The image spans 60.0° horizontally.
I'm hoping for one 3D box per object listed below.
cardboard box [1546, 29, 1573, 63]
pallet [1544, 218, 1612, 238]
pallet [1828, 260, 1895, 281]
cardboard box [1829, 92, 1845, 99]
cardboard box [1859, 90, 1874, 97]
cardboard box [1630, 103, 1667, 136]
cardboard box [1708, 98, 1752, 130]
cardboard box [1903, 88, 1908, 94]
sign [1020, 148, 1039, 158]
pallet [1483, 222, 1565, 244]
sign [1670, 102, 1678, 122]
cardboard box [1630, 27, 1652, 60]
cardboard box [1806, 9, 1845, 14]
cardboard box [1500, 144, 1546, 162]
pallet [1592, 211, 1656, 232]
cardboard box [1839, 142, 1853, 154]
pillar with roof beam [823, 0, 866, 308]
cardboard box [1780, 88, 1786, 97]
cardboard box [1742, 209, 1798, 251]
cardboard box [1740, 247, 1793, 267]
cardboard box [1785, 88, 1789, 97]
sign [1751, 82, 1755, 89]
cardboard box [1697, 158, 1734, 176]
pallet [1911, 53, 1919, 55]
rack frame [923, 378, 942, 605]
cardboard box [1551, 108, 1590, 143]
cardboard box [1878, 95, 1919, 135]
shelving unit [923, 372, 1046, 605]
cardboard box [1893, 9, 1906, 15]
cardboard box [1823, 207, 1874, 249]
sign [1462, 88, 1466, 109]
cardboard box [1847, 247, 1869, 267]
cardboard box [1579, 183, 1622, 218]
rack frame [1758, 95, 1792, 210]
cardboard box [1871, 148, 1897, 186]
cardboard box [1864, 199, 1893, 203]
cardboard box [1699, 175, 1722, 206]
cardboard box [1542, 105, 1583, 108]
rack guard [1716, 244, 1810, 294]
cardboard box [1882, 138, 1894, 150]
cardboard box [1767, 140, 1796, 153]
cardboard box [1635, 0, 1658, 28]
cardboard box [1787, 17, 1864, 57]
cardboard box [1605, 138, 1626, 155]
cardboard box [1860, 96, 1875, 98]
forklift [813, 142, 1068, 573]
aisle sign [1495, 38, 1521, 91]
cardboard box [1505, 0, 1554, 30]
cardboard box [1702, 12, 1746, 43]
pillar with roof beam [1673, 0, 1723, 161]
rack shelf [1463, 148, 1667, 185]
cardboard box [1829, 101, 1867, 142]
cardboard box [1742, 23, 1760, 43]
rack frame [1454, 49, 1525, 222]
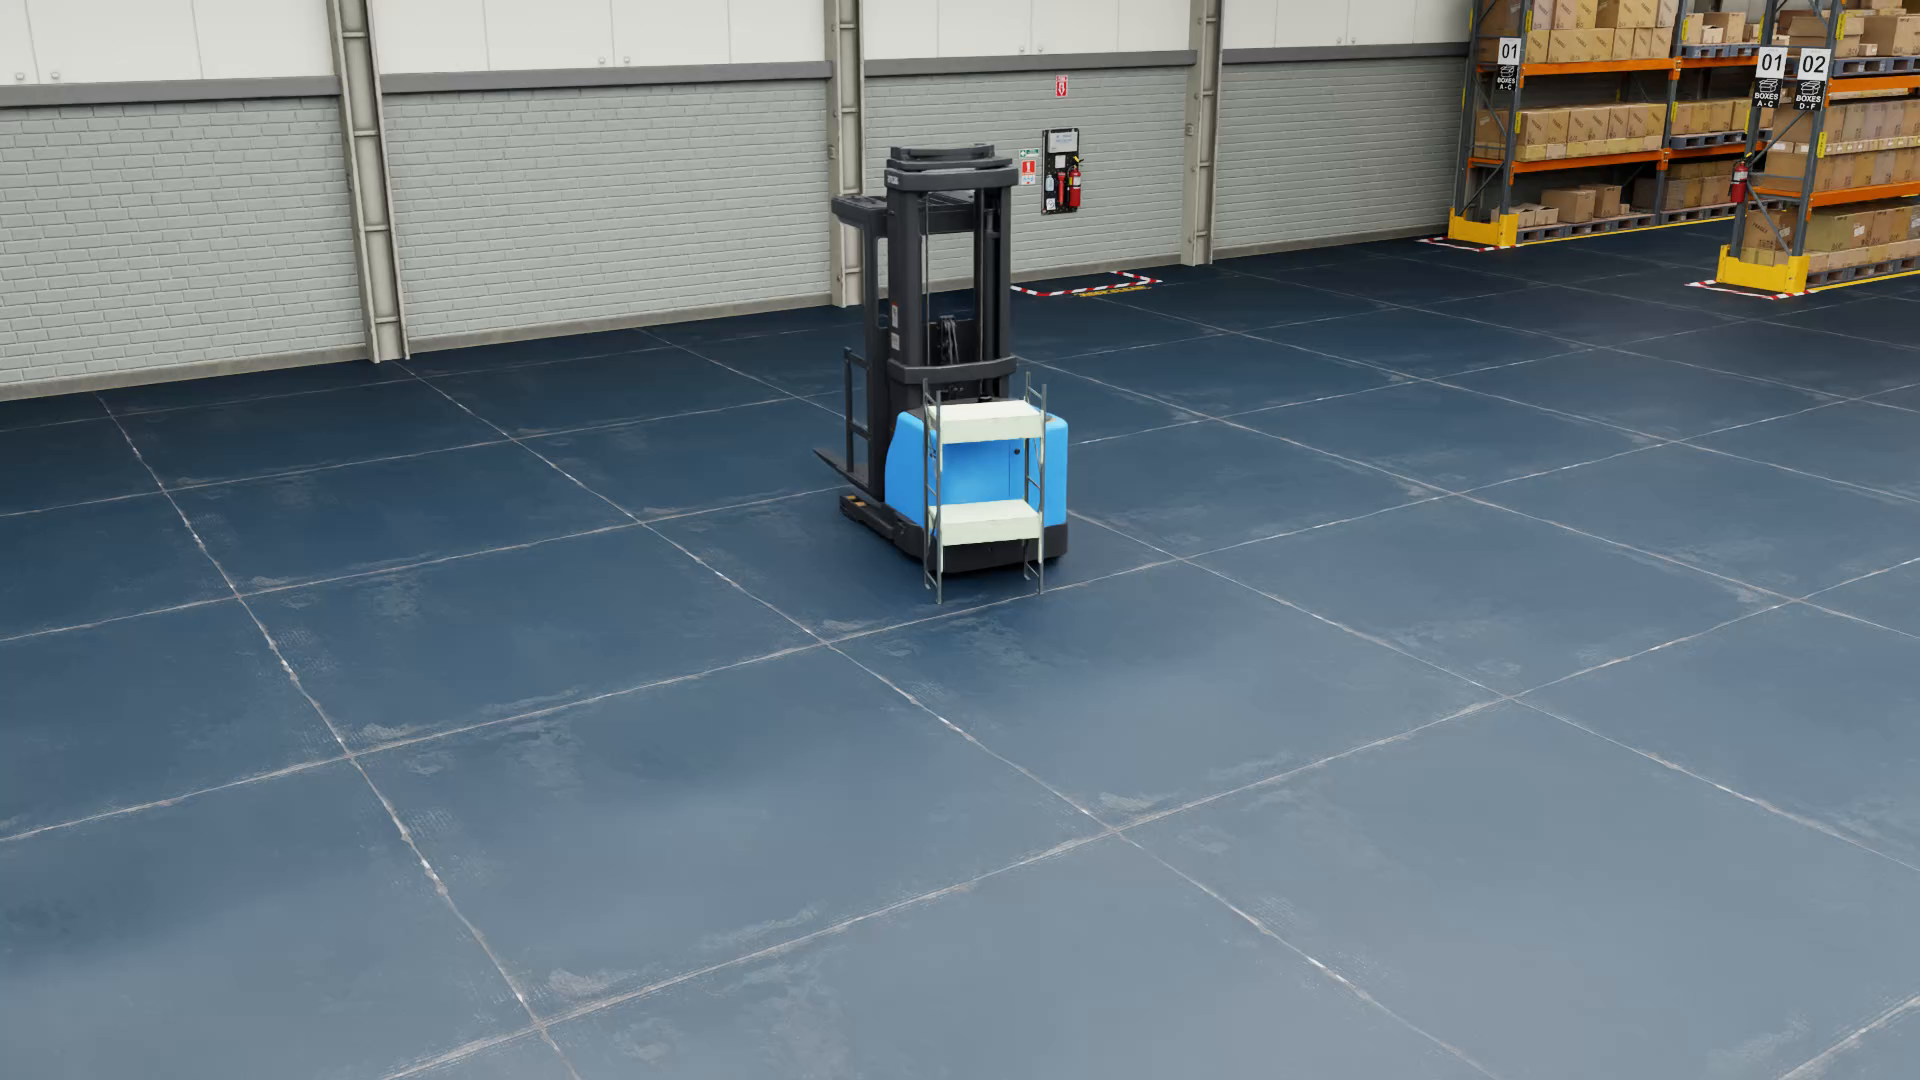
[{"bbox_3d":[9.342,-7.847,26.401,0.500,0.500,0.500,-10,21,-28],"label":"cardboard box"},{"bbox_3d":[10.237,-5.332,28.185,1.213,0.211,1.003,-12,22,-31],"label":"pallet"},{"bbox_3d":[12.818,-4.006,24.265,1.213,0.211,1.003,-12,22,-31],"label":"pallet"},{"bbox_3d":[16.108,-8.360,30.967,0.500,0.250,0.500,-12,22,-32],"label":"cardboard box"},{"bbox_3d":[16.946,-8.541,31.501,0.500,0.250,0.500,-12,22,-33],"label":"cardboard box"},{"bbox_3d":[11.573,-7.124,28.166,0.500,0.500,0.500,-12,22,-32],"label":"cardboard box"},{"bbox_3d":[13.723,-7.646,29.834,0.500,0.500,0.700,-12,22,-31],"label":"cardboard box"},{"bbox_3d":[18.230,-8.808,32.292,0.500,0.250,0.500,-11,22,-30],"label":"cardboard box"},{"bbox_3d":[0.960,-5.361,23.036,0.331,0.109,0.001,-12,22,-31],"label":"sign"},{"bbox_3d":[9.219,-5.118,27.554,1.213,0.211,1.003,-12,22,-31],"label":"pallet"},{"bbox_3d":[12.103,-7.263,28.192,0.005,0.325,0.100,-12,22,-31],"label":"sign"},{"bbox_3d":[11.083,-8.234,27.545,0.500,0.500,0.500,-14,23,-36],"label":"cardboard box"},{"bbox_3d":[15.926,-9.586,30.889,0.500,0.500,0.700,-13,23,-34],"label":"cardboard box"},{"bbox_3d":[9.039,-6.231,26.696,0.500,0.250,0.500,-13,22,-33],"label":"cardboard box"},{"bbox_3d":[11.257,-5.548,28.825,1.213,0.211,1.003,-12,22,-31],"label":"pallet"},{"bbox_3d":[12.059,-5.425,22.938,0.250,0.149,0.380,-12,22,-31],"label":"cardboard box"},{"bbox_3d":[0.912,-6.223,17.102,0.400,9.000,9.100,-12,22,-31],"label":"pillar with roof beam"},{"bbox_3d":[14.867,-8.195,30.446,0.250,0.149,0.380,-16,24,-38],"label":"cardboard box"},{"bbox_3d":[11.469,-4.393,23.523,0.500,0.500,0.500,-12,22,-31],"label":"cardboard box"},{"bbox_3d":[11.470,-4.037,23.641,0.500,0.250,0.500,-12,22,-31],"label":"cardboard box"},{"bbox_3d":[15.375,-8.403,31.095,0.500,0.250,0.500,-11,22,-30],"label":"cardboard box"},{"bbox_3d":[14.831,-8.397,31.092,0.005,0.325,0.100,-12,22,-31],"label":"sign"},{"bbox_3d":[13.629,-6.764,30.114,0.500,0.250,0.500,-12,22,-32],"label":"cardboard box"},{"bbox_3d":[13.827,-6.894,23.908,1.213,0.211,1.003,-12,22,-31],"label":"pallet"},{"bbox_3d":[-0.190,-0.328,11.374,0.023,1.500,0.400,-5,19,-14],"label":"rack frame"},{"bbox_3d":[9.875,-6.763,27.098,0.500,0.500,0.500,-13,22,-33],"label":"cardboard box"},{"bbox_3d":[13.737,-6.165,24.115,0.500,0.500,0.700,-12,22,-32],"label":"cardboard box"},{"bbox_3d":[0.163,-0.359,11.465,0.755,1.500,0.431,-5,19,-14],"label":"shelving unit"},{"bbox_3d":[17.684,-9.957,31.986,0.500,0.500,0.700,-13,23,-34],"label":"cardboard box"},{"bbox_3d":[12.582,-4.434,23.644,0.500,0.500,0.500,-12,22,-31],"label":"cardboard box"},{"bbox_3d":[8.169,-7.142,26.886,0.005,0.325,0.100,-12,22,-31],"label":"sign"},{"bbox_3d":[12.588,-4.076,23.755,0.500,0.250,0.500,-12,22,-31],"label":"cardboard box"},{"bbox_3d":[10.953,-5.827,28.514,0.500,0.500,0.500,-14,23,-35],"label":"cardboard box"},{"bbox_3d":[15.139,-7.701,30.840,0.127,3.000,1.000,-12,22,-31],"label":"rack frame"},{"bbox_3d":[12.873,-5.367,23.781,0.500,0.500,0.700,-11,22,-30],"label":"cardboard box"},{"bbox_3d":[13.553,-4.836,24.831,0.500,0.500,0.500,-12,22,-31],"label":"cardboard box"},{"bbox_3d":[13.256,-6.338,30.026,0.500,0.500,0.700,-12,22,-31],"label":"cardboard box"},{"bbox_3d":[10.010,-6.992,27.776,0.500,0.500,0.500,-12,22,-31],"label":"cardboard box"},{"bbox_3d":[11.165,-3.779,23.143,0.348,0.500,1.175,-12,22,-31],"label":"rack guard"},{"bbox_3d":[12.915,-5.604,23.469,0.250,0.149,0.380,-12,22,-31],"label":"cardboard box"},{"bbox_3d":[11.399,-5.440,22.985,0.250,0.149,0.380,-12,22,-32],"label":"cardboard box"},{"bbox_3d":[11.074,-8.687,27.325,0.500,0.500,0.500,-11,21,-28],"label":"cardboard box"},{"bbox_3d":[11.667,-6.803,22.464,0.637,0.503,0.797,-10,21,-28],"label":"cardboard box"},{"bbox_3d":[10.737,-6.592,27.763,0.500,0.250,0.500,-12,22,-32],"label":"cardboard box"},{"bbox_3d":[16.973,-8.187,31.625,0.500,0.500,0.500,-11,22,-30],"label":"cardboard box"},{"bbox_3d":[-0.310,-1.582,12.849,1.130,2.935,3.031,-9,21,-25],"label":"forklift"},{"bbox_3d":[8.562,-7.430,25.981,0.004,0.787,0.394,-12,22,-31],"label":"aisle sign"},{"bbox_3d":[8.913,-8.246,26.021,0.500,0.500,0.500,-14,23,-35],"label":"cardboard box"},{"bbox_3d":[13.329,-8.956,29.057,0.500,0.500,0.500,-13,23,-33],"label":"cardboard box"},{"bbox_3d":[15.945,-9.394,26.481,0.400,9.000,9.100,-12,22,-31],"label":"pillar with roof beam"},{"bbox_3d":[10.128,-6.303,27.829,4.000,0.370,1.077,-12,22,-31],"label":"rack shelf"},{"bbox_3d":[12.062,-5.812,23.070,0.500,0.500,0.700,-13,22,-33],"label":"cardboard box"},{"bbox_3d":[14.005,-8.977,29.738,0.637,0.503,0.797,-9,20,-24],"label":"cardboard box"},{"bbox_3d":[8.457,-6.292,26.672,0.127,3.000,1.000,-12,22,-31],"label":"rack frame"}]
